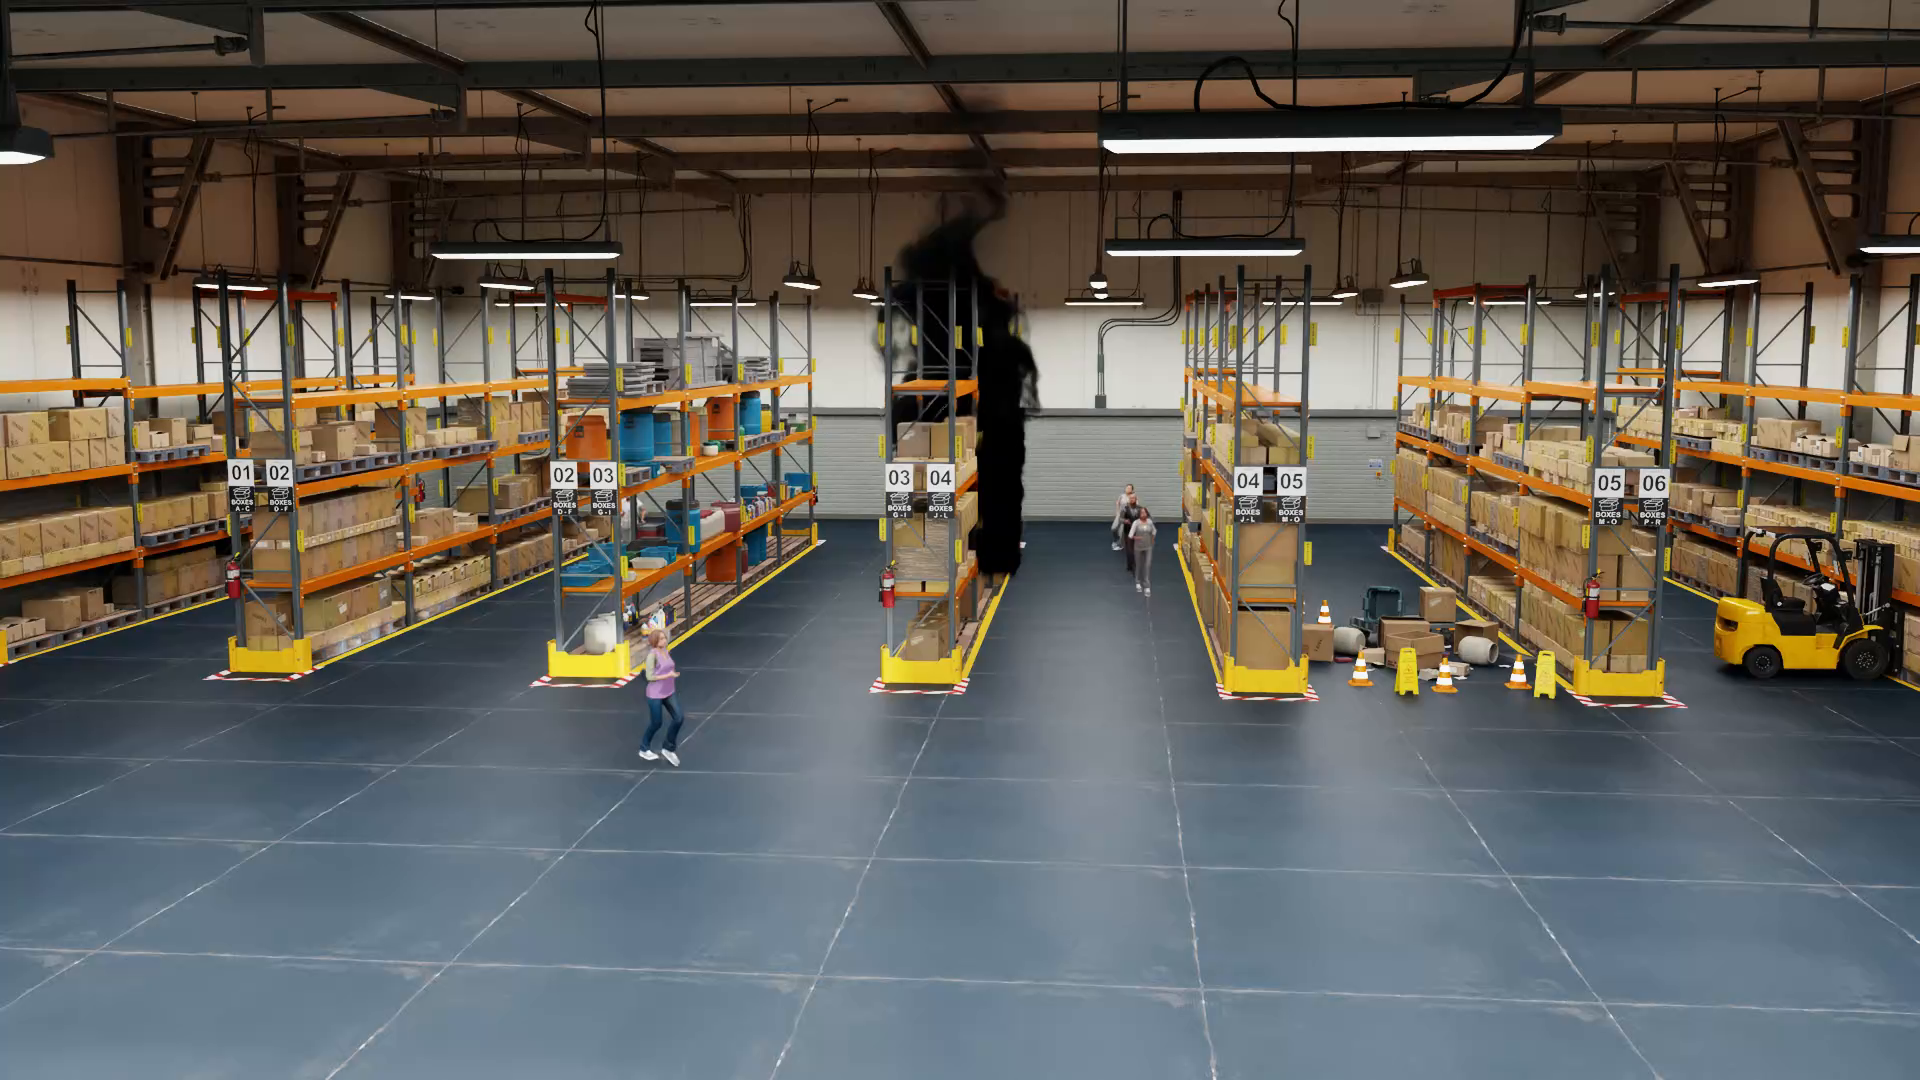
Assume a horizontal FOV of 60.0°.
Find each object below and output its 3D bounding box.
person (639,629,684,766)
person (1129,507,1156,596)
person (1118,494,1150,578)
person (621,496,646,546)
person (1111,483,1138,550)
[{"bbox_3d":[-3.498,1.849,19.501,0.661,1.624,0.514,4,8,30],"label":"person"},{"bbox_3d":[3.364,0.190,30.568,0.540,1.607,0.810,0,7,-4],"label":"person"},{"bbox_3d":[3.668,-0.103,35.110,0.659,1.747,0.882,1,7,10],"label":"person"},{"bbox_3d":[-7.179,-0.283,36.110,0.662,1.768,0.987,0,7,-3],"label":"person"},{"bbox_3d":[3.871,-0.540,39.101,0.660,1.592,0.578,4,8,29],"label":"person"}]
